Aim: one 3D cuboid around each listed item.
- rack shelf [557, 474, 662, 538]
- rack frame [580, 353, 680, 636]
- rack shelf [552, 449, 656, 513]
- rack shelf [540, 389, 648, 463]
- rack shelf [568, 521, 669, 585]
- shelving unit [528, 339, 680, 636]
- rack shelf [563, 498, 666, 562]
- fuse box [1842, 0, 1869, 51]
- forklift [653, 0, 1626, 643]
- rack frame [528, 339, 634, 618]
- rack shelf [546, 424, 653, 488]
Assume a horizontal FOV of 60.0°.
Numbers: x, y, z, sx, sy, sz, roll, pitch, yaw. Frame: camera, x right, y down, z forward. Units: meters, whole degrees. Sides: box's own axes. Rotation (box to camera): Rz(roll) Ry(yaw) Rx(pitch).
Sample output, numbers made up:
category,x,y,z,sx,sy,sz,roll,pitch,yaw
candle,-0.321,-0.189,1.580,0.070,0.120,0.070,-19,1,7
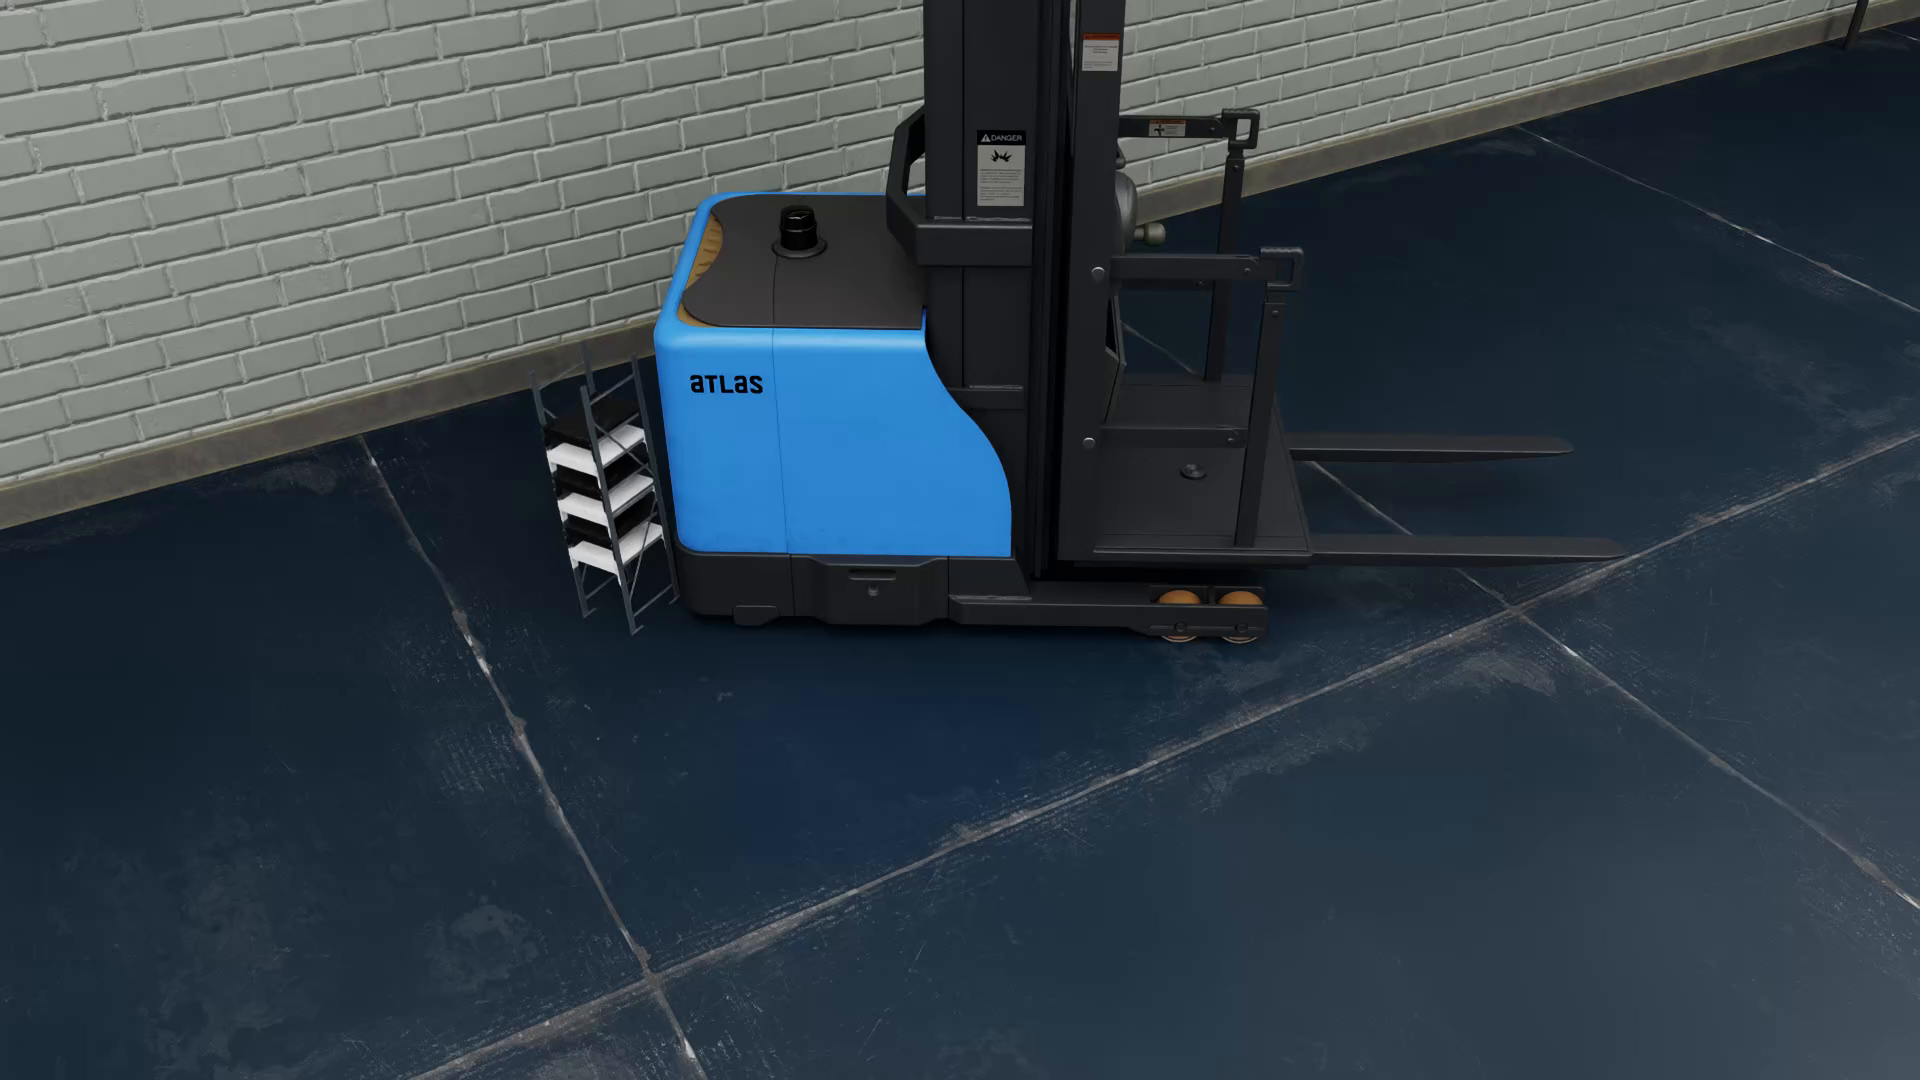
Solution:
category,x,y,z,sx,sy,sz,roll,pitch,yaw
rack shelf,-1.094,-0.126,5.205,0.200,0.077,0.258,17,39,27
rack frame,-1.009,-0.127,5.140,0.006,0.900,0.240,17,39,27
rack shelf,-1.099,-0.200,5.155,0.200,0.077,0.258,17,39,27
rack shelf,-1.108,-0.348,5.053,0.200,0.077,0.258,17,39,27
rack shelf,-1.084,0.023,5.306,0.200,0.077,0.258,17,39,27
shelving unit,-1.096,-0.153,5.186,0.210,0.900,0.258,17,39,27
rack shelf,-1.089,-0.051,5.256,0.200,0.077,0.258,17,39,27
fuse box,5.184,-3.528,9.129,0.539,1.711,0.414,-19,40,-24
forklift,0.623,-1.174,4.873,3.031,2.935,1.130,1,36,1
rack frame,-1.182,-0.179,5.233,0.006,0.900,0.240,17,39,27
rack shelf,-1.104,-0.274,5.104,0.200,0.077,0.258,17,39,27
